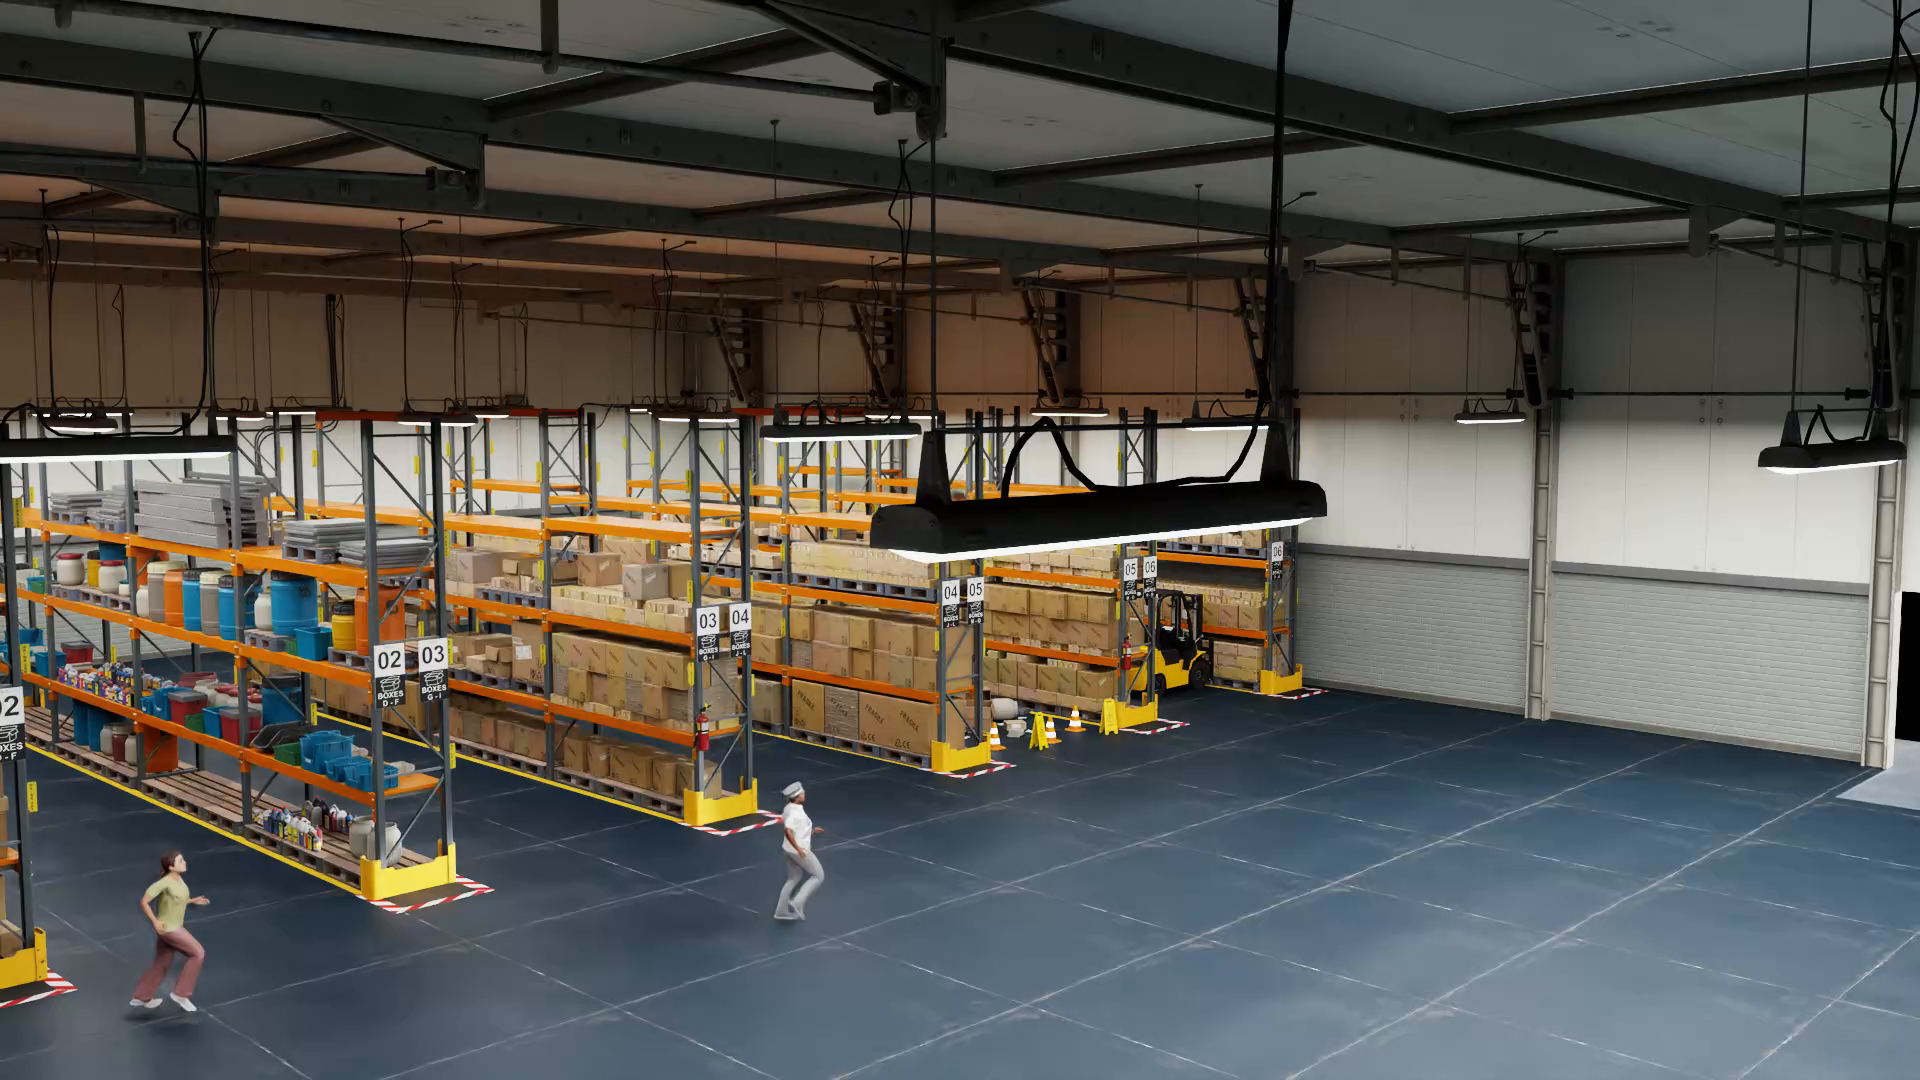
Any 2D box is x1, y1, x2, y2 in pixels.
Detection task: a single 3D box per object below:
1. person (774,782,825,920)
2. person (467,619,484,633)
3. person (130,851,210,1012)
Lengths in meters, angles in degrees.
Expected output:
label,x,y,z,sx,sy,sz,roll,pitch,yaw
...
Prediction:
label,x,y,z,sx,sy,sz,roll,pitch,yaw
person,-1.911,3.724,19.919,0.646,1.664,0.550,-3,6,-27
person,-11.725,1.954,40.459,0.718,1.582,0.533,-1,5,-11
person,-8.097,3.998,17.010,0.781,1.666,0.536,-1,5,-15
